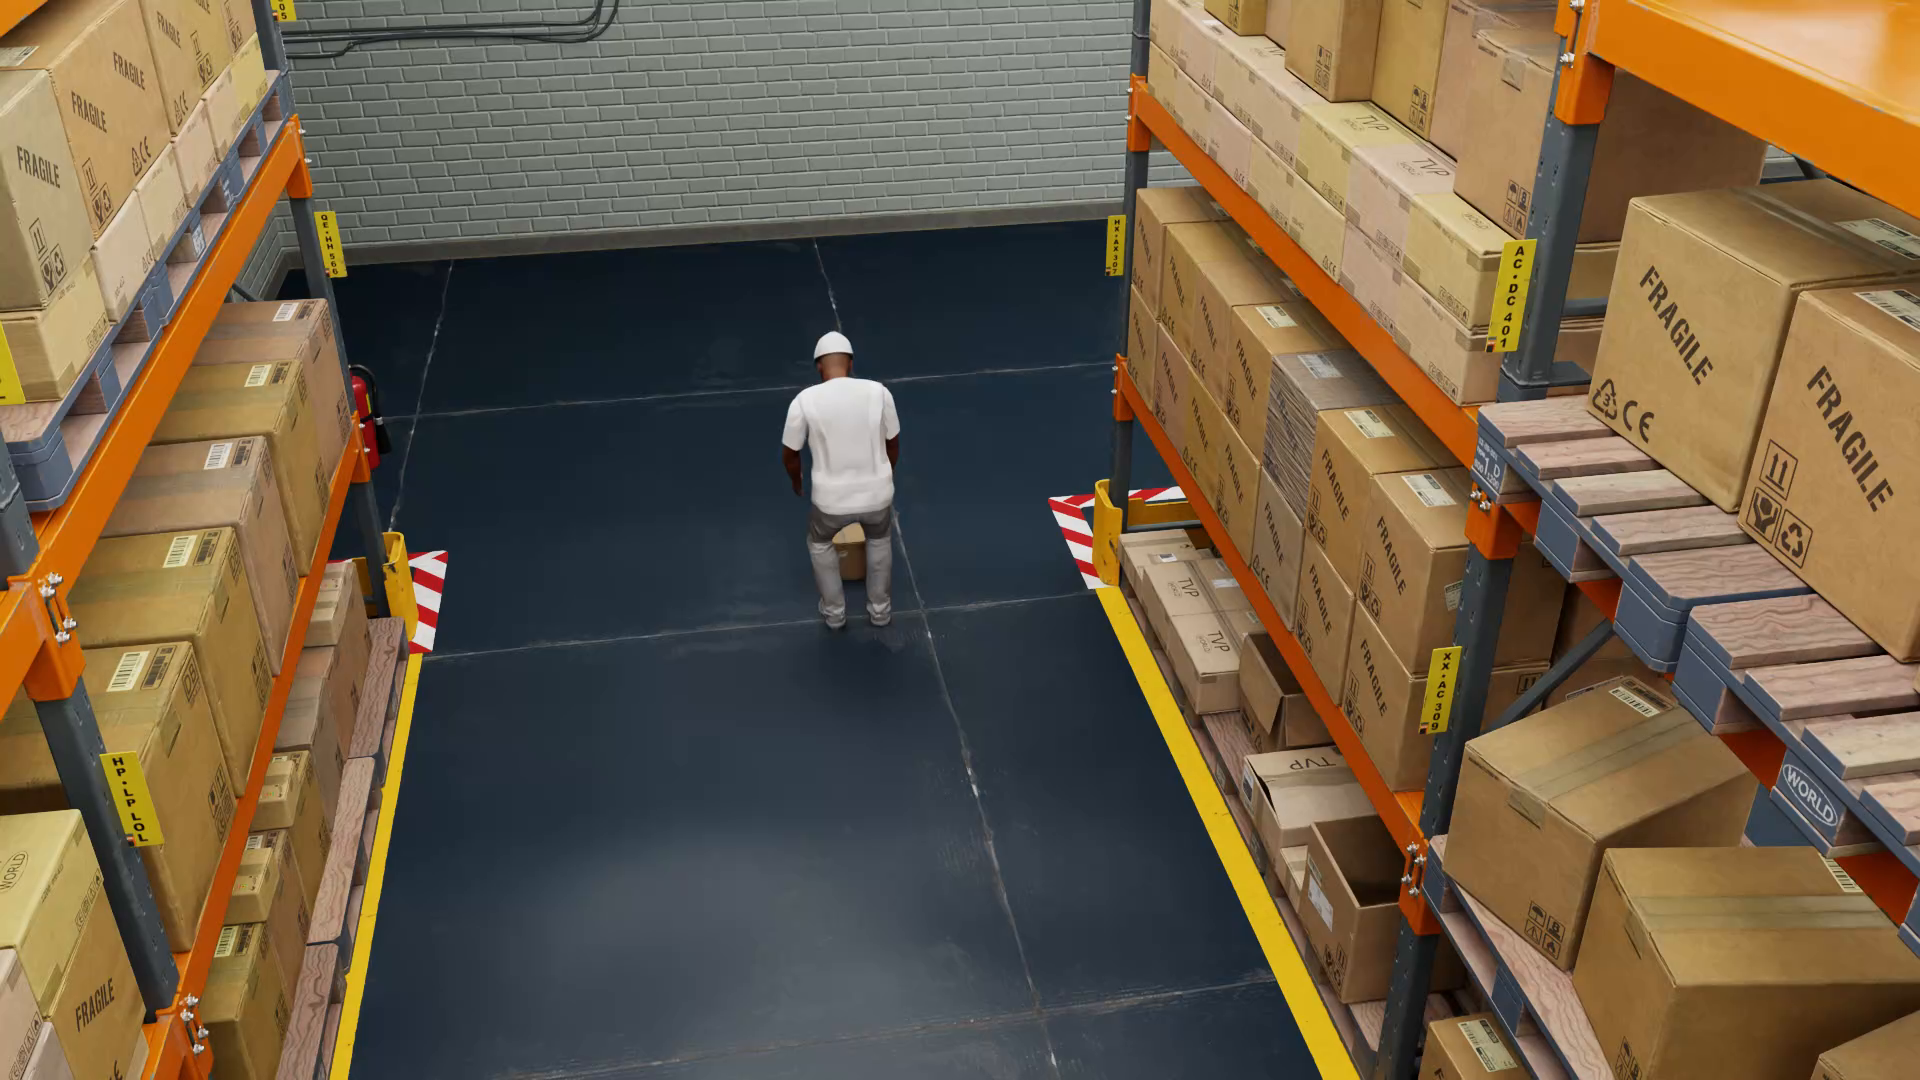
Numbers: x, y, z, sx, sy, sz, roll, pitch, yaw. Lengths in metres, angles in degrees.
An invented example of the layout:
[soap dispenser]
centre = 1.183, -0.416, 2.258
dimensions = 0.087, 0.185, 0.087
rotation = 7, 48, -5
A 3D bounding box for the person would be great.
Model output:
[person]
centre = -0.616, -0.286, 8.774
dimensions = 0.620, 1.591, 0.622
rotation = -5, 31, -8
